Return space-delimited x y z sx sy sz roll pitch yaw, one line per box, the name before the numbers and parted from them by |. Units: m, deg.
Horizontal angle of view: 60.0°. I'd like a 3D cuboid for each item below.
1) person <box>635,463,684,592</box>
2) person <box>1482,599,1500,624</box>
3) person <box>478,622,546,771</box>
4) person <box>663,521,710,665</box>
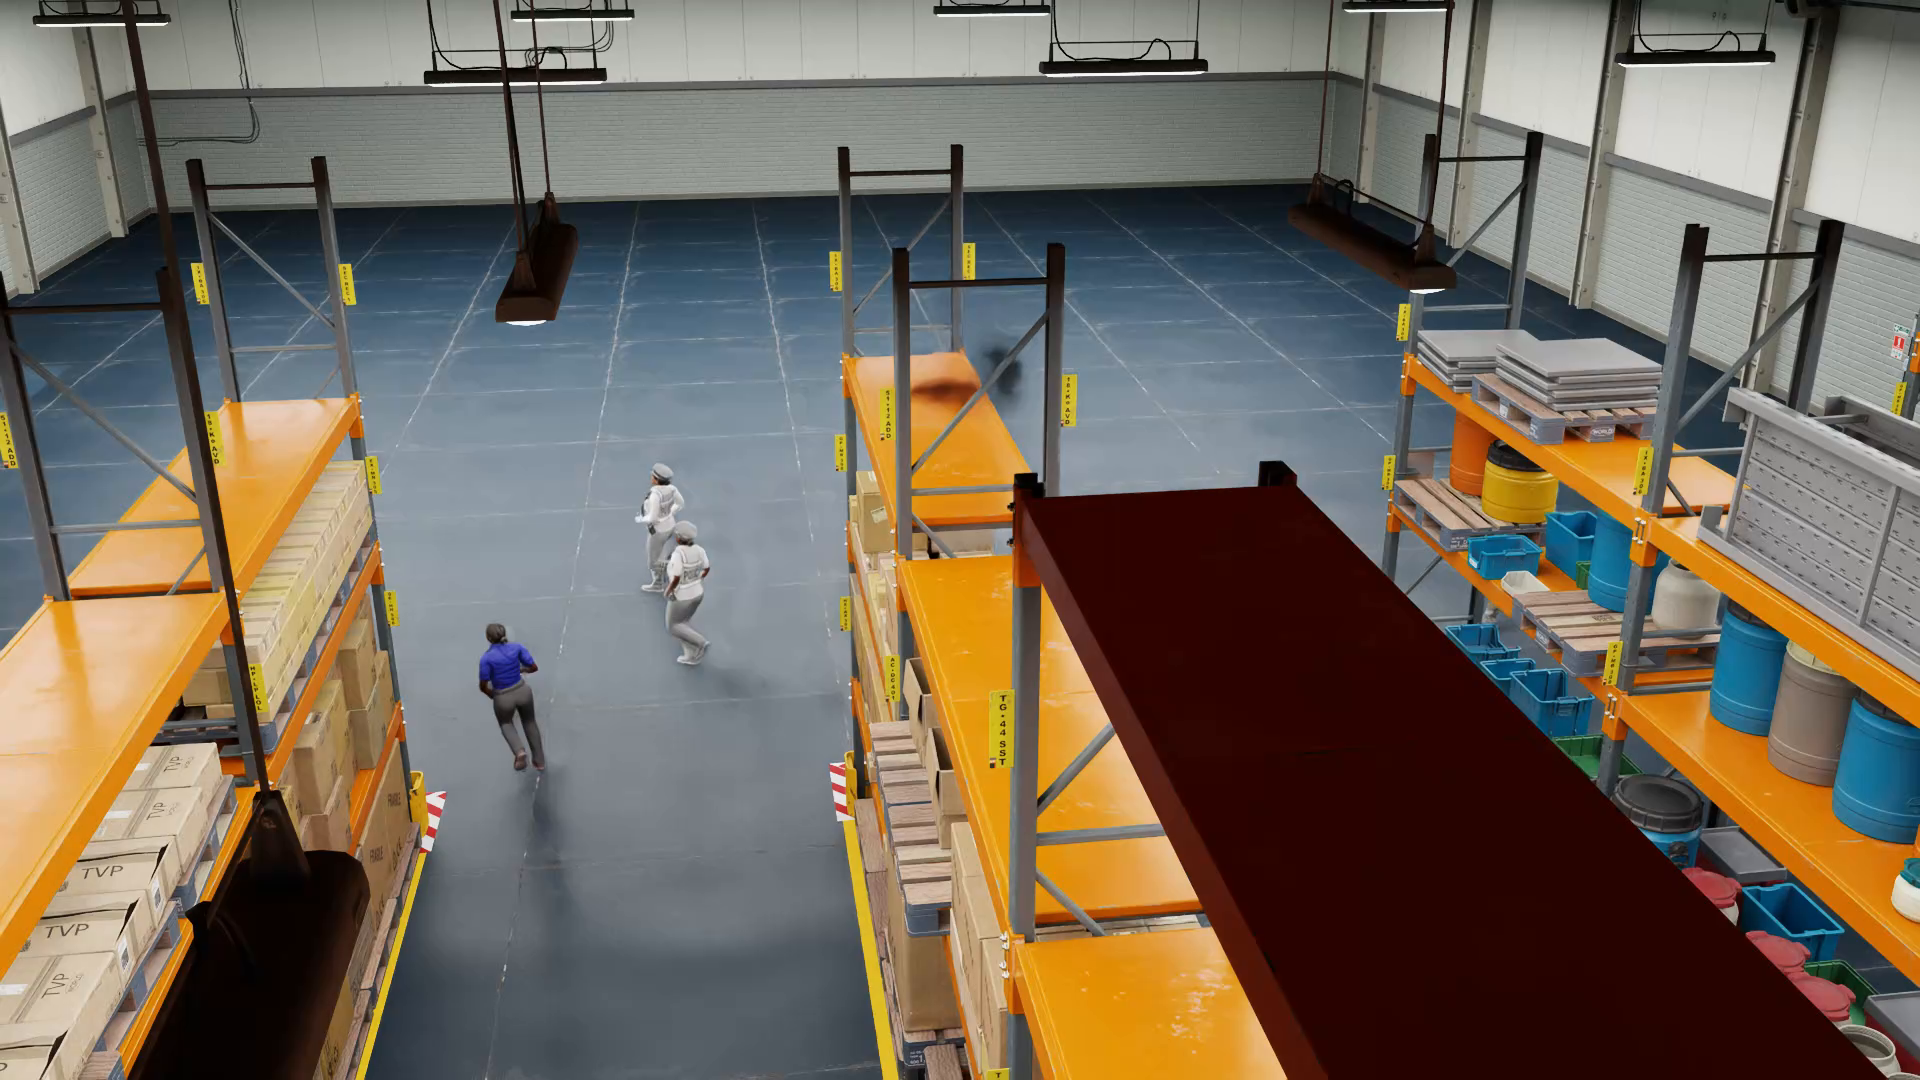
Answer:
person | -3.506 -0.125 19.707 0.718 1.653 0.621 8 23 19
person | 6.291 0.201 18.720 0.963 1.747 0.711 6 22 15
person | -4.286 1.486 15.766 0.580 1.585 0.530 -11 24 -27
person | -2.923 0.599 17.902 0.514 1.672 0.575 14 26 31
